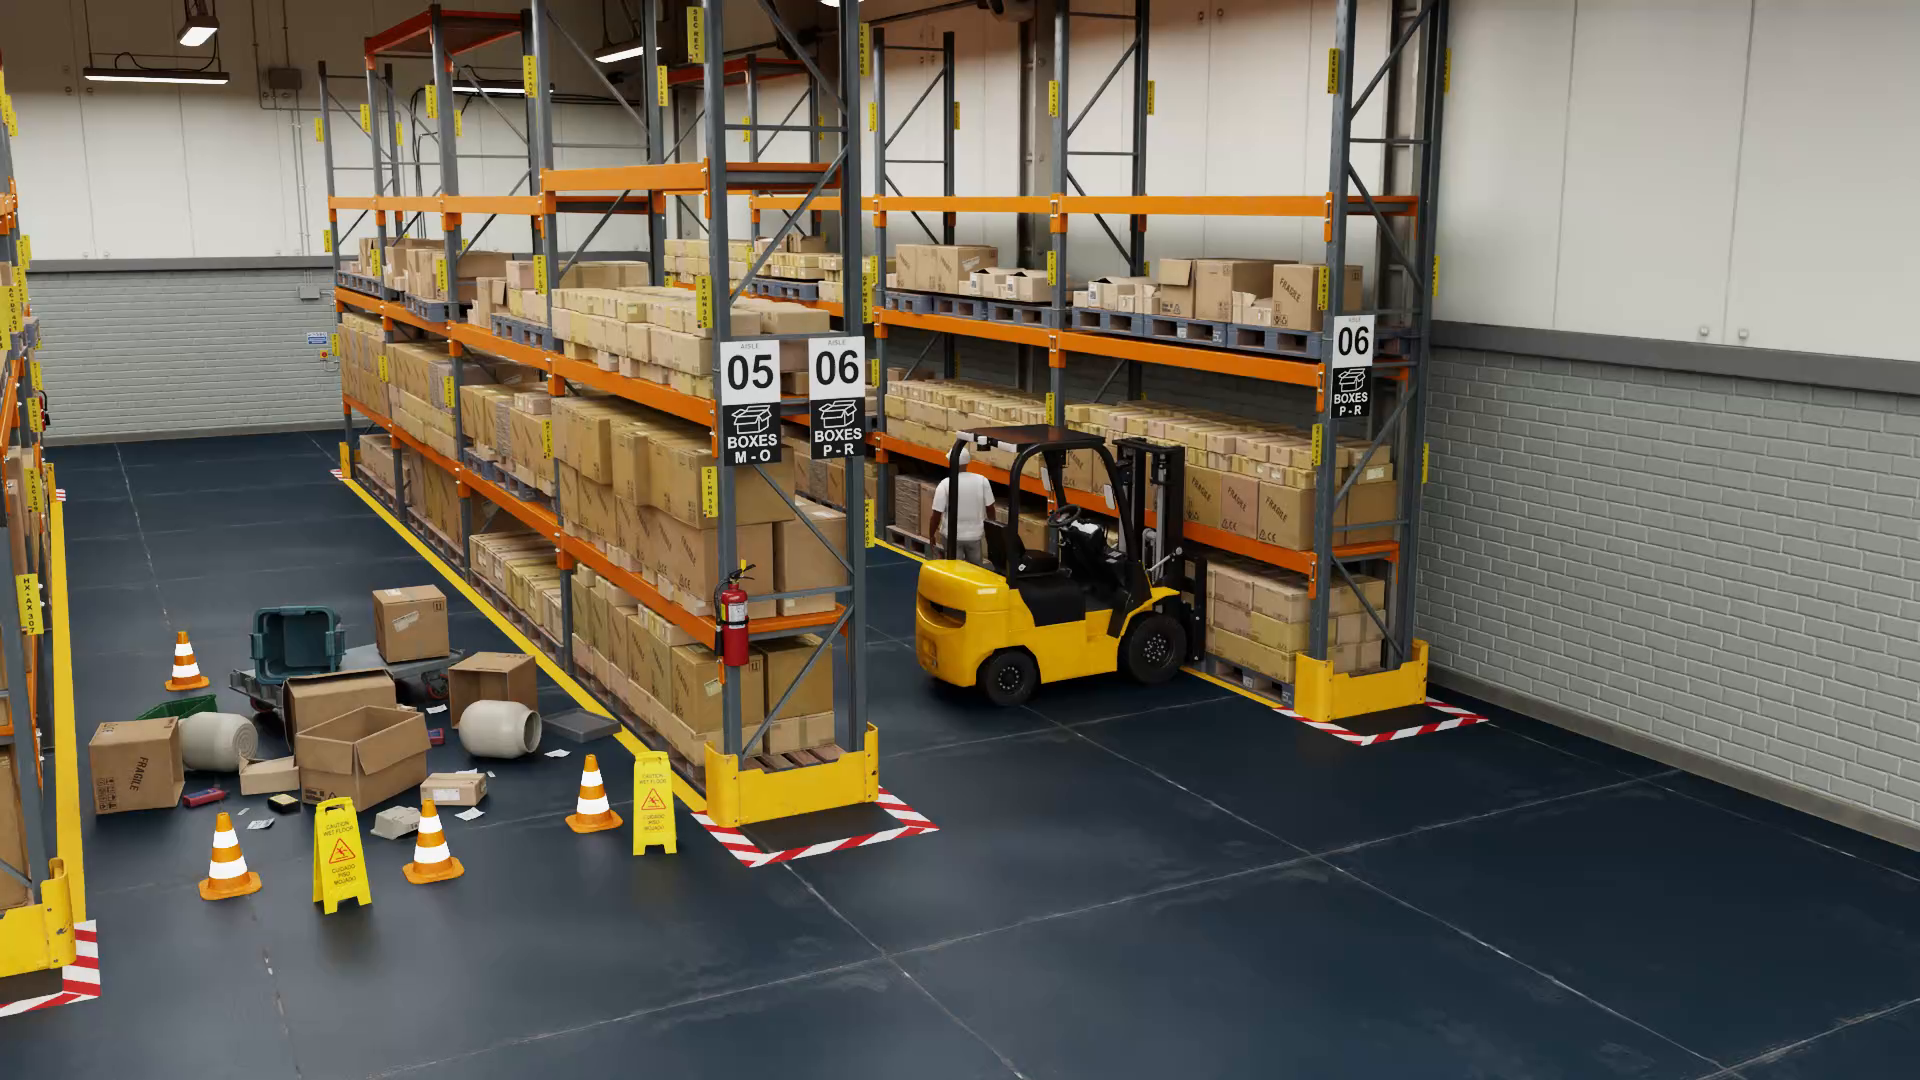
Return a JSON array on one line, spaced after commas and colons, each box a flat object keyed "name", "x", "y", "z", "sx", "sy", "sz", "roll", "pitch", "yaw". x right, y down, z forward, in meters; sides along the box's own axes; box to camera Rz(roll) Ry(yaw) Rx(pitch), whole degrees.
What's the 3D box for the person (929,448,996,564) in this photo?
[{"name": "person", "x": 0.005, "y": -0.063, "z": 16.150, "sx": 0.665, "sy": 1.765, "sz": 0.577, "roll": -3, "pitch": 12, "yaw": -15}]
